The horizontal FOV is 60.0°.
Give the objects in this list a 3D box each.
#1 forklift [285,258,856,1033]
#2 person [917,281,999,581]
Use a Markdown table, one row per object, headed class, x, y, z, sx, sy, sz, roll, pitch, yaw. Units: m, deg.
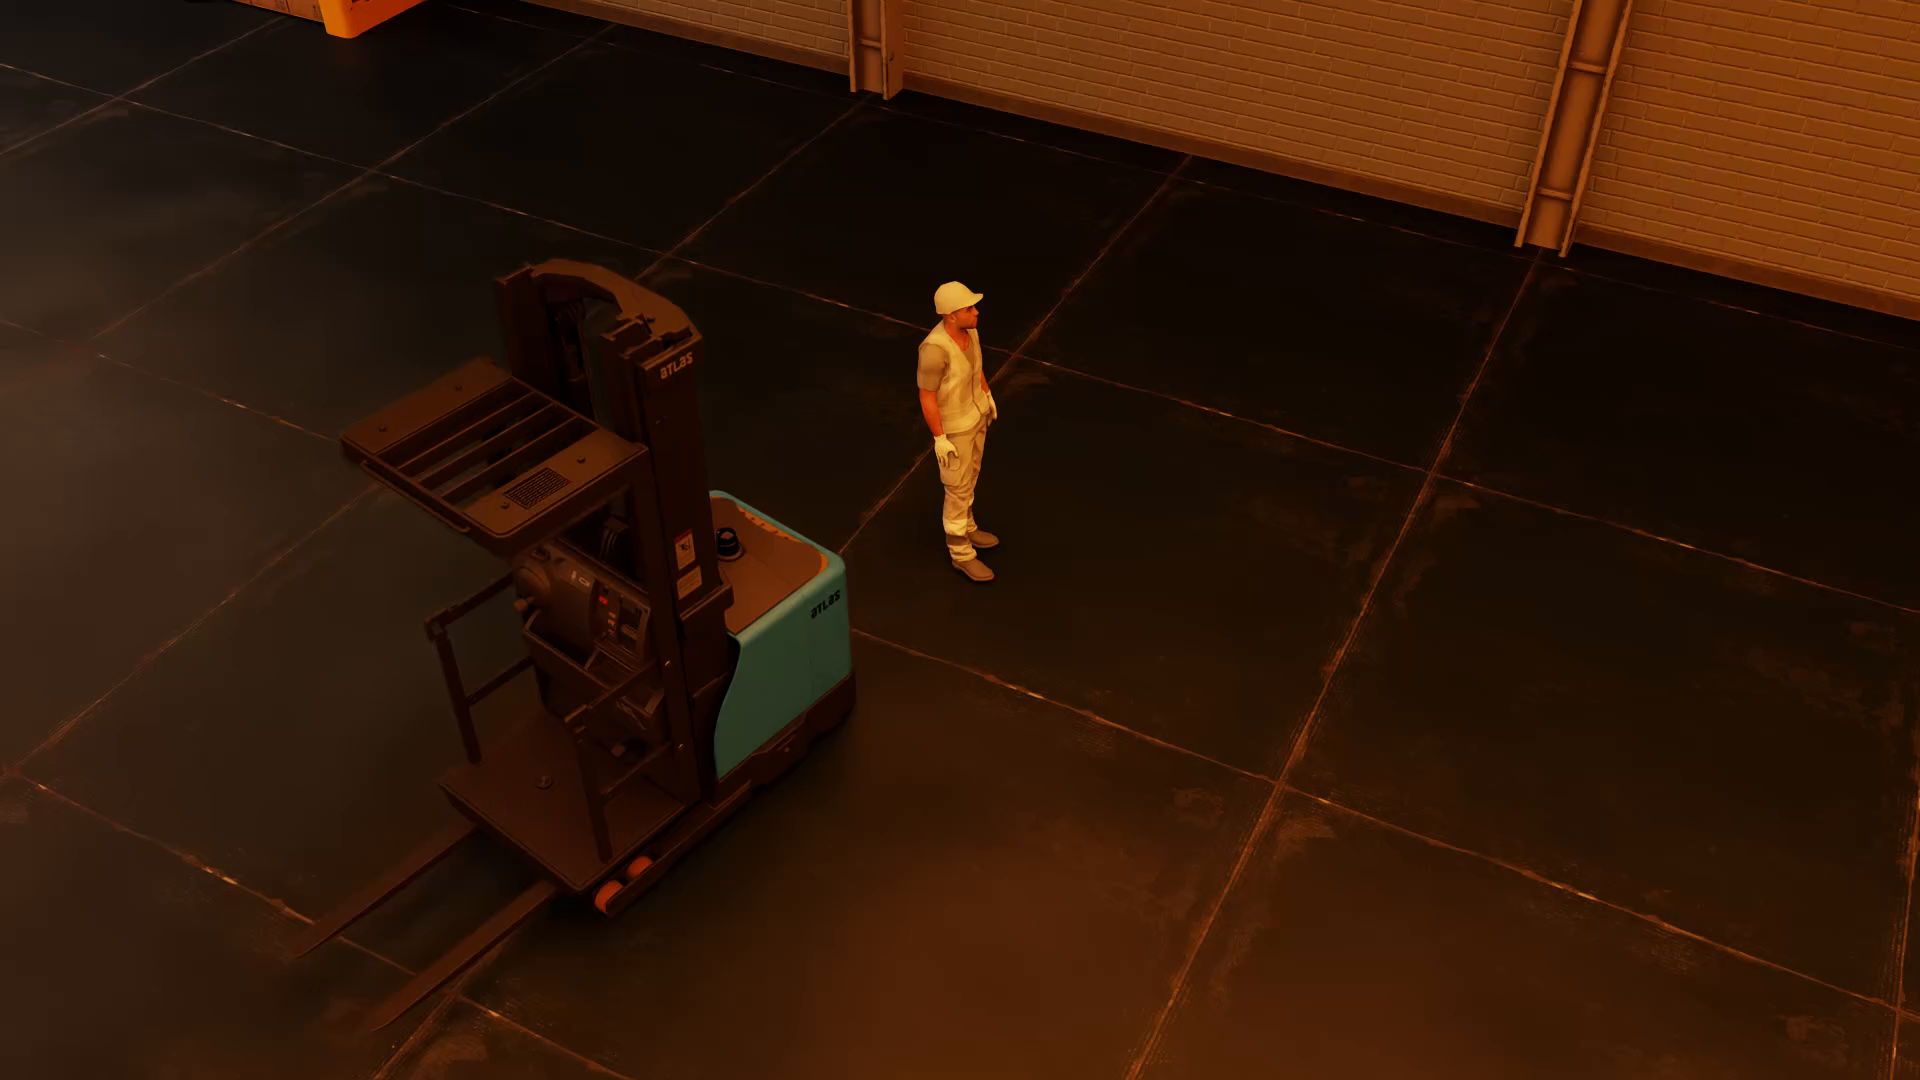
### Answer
| class | x | y | z | sx | sy | sz | roll | pitch | yaw |
| --- | --- | --- | --- | --- | --- | --- | --- | --- | --- |
| forklift | -1.893 | 0.336 | 7.588 | 1.130 | 2.935 | 3.031 | 28 | 47 | 29 |
| person | 0.066 | -0.659 | 9.644 | 0.562 | 1.790 | 0.637 | 18 | 43 | 21 |
